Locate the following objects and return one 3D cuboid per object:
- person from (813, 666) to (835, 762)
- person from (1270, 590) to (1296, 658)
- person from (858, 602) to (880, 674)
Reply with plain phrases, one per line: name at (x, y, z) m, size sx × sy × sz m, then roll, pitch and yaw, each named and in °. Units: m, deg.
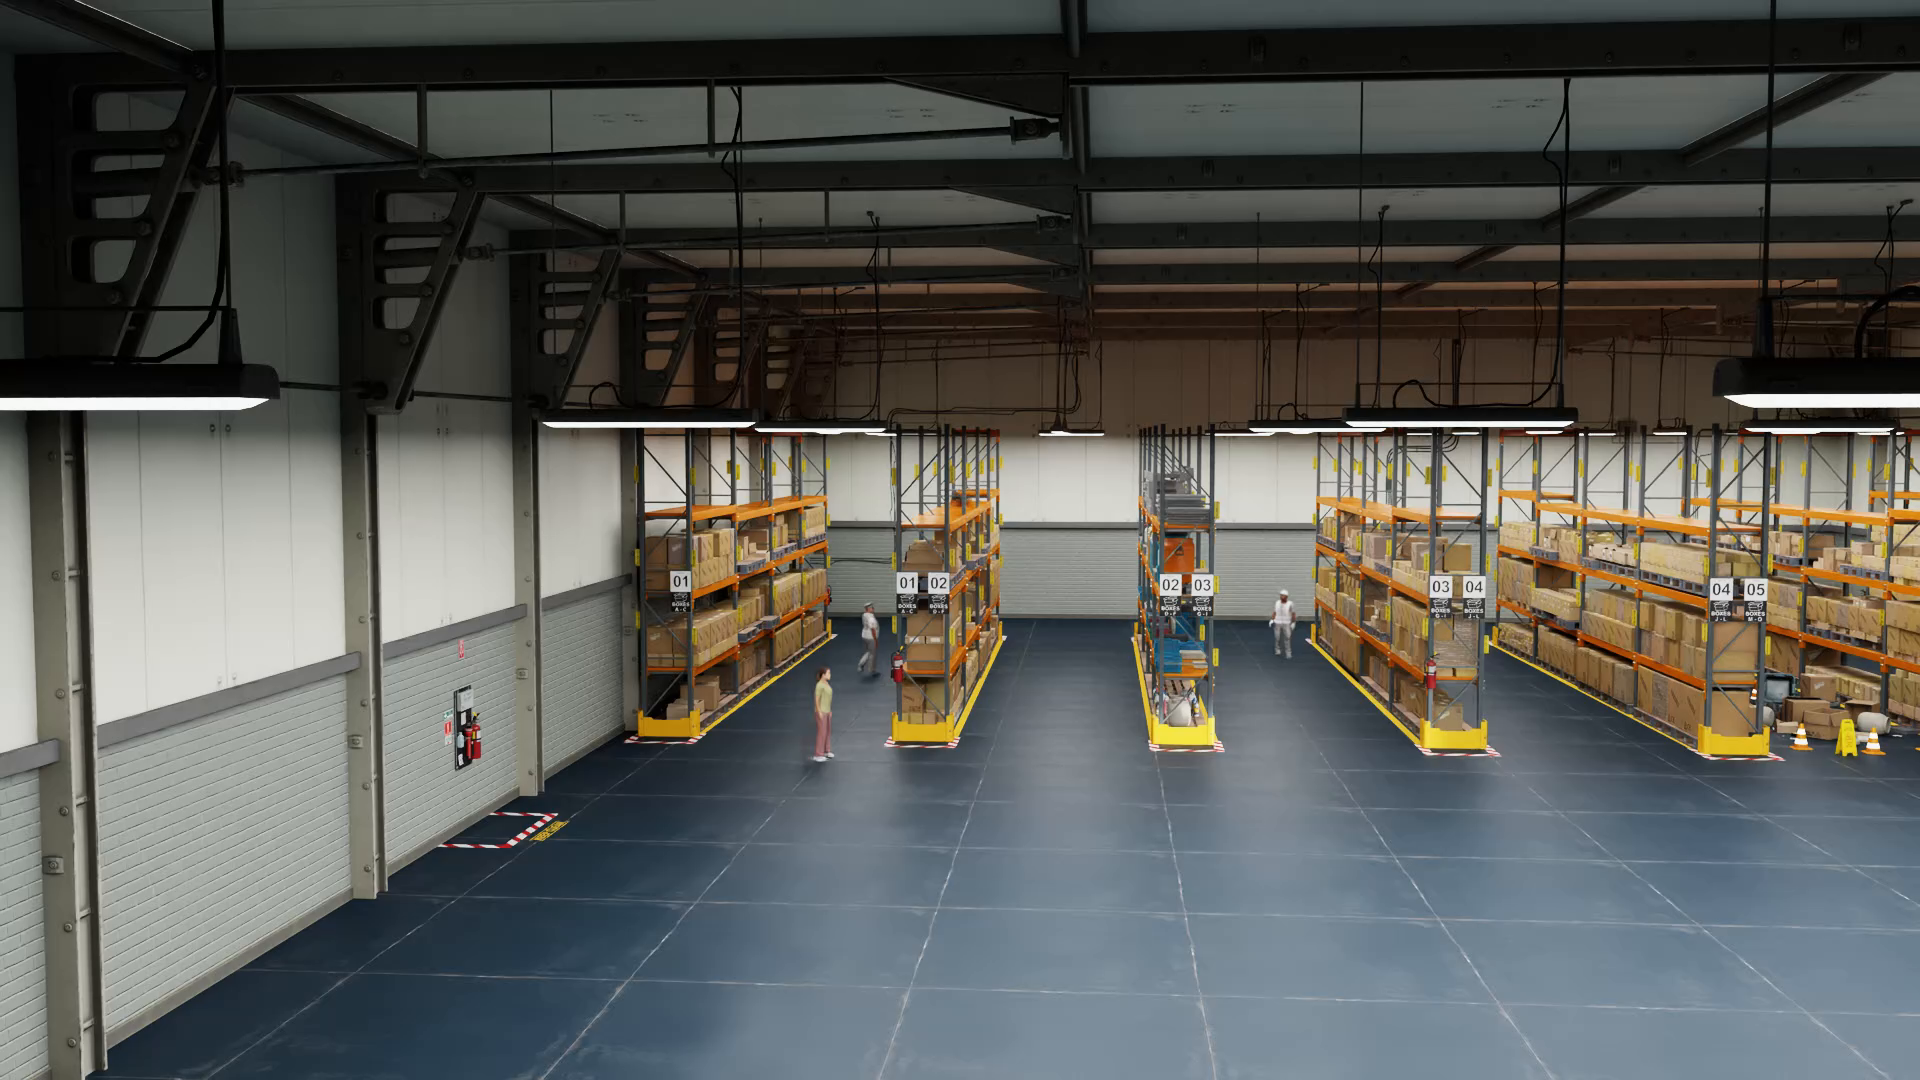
person at (-2.428, 3.091, 29.719) m, size 0.335 × 1.683 × 0.505 m, roll 1°, pitch 4°, yaw 15°
person at (8.441, 2.187, 43.518) m, size 0.687 × 1.739 × 0.972 m, roll 0°, pitch 3°, yaw 3°
person at (-2.164, 2.387, 40.363) m, size 0.526 × 1.786 × 0.627 m, roll -2°, pitch 4°, yaw -28°
